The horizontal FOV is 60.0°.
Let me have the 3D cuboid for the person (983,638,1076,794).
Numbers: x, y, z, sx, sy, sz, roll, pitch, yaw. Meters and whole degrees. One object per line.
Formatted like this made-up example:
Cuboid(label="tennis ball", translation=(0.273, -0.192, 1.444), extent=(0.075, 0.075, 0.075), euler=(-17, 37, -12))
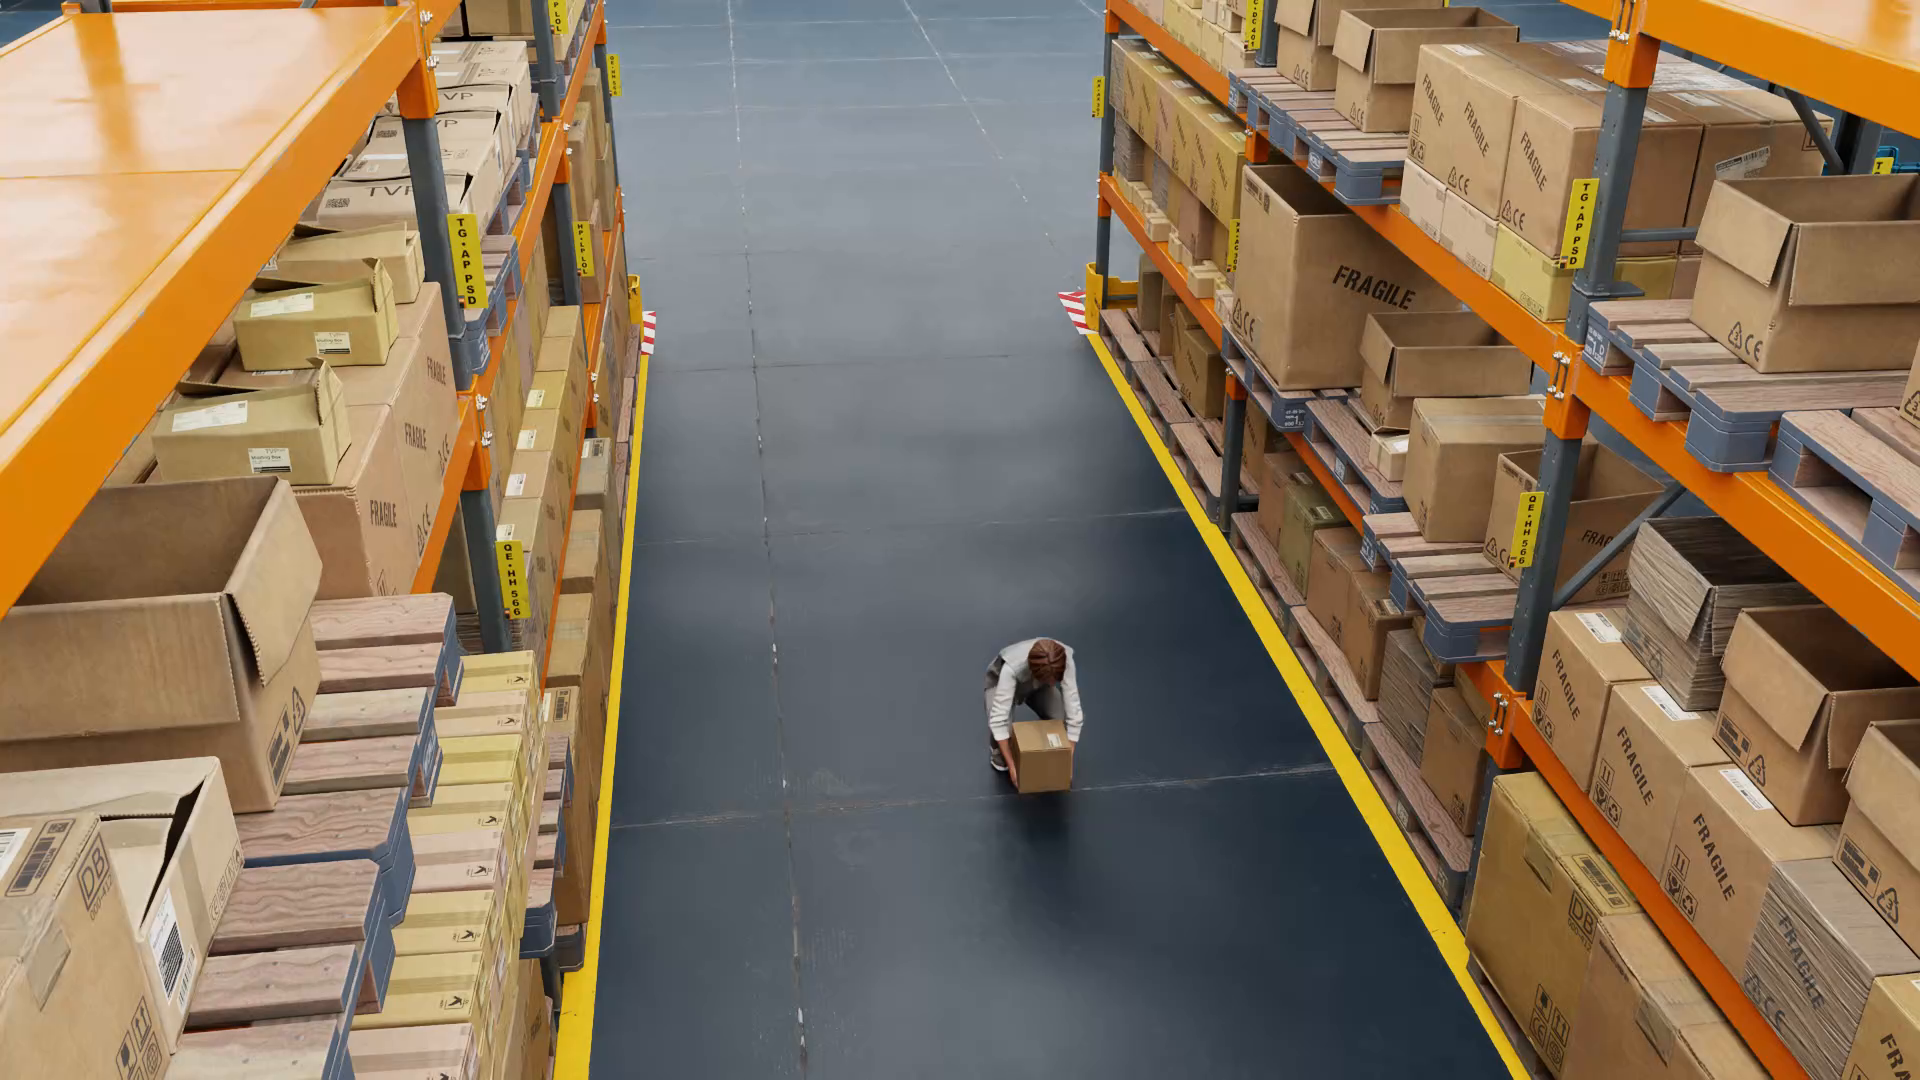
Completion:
Cuboid(label="person", translation=(0.349, 0.772, 8.326), extent=(0.437, 0.809, 0.806), euler=(-4, 28, -7))
